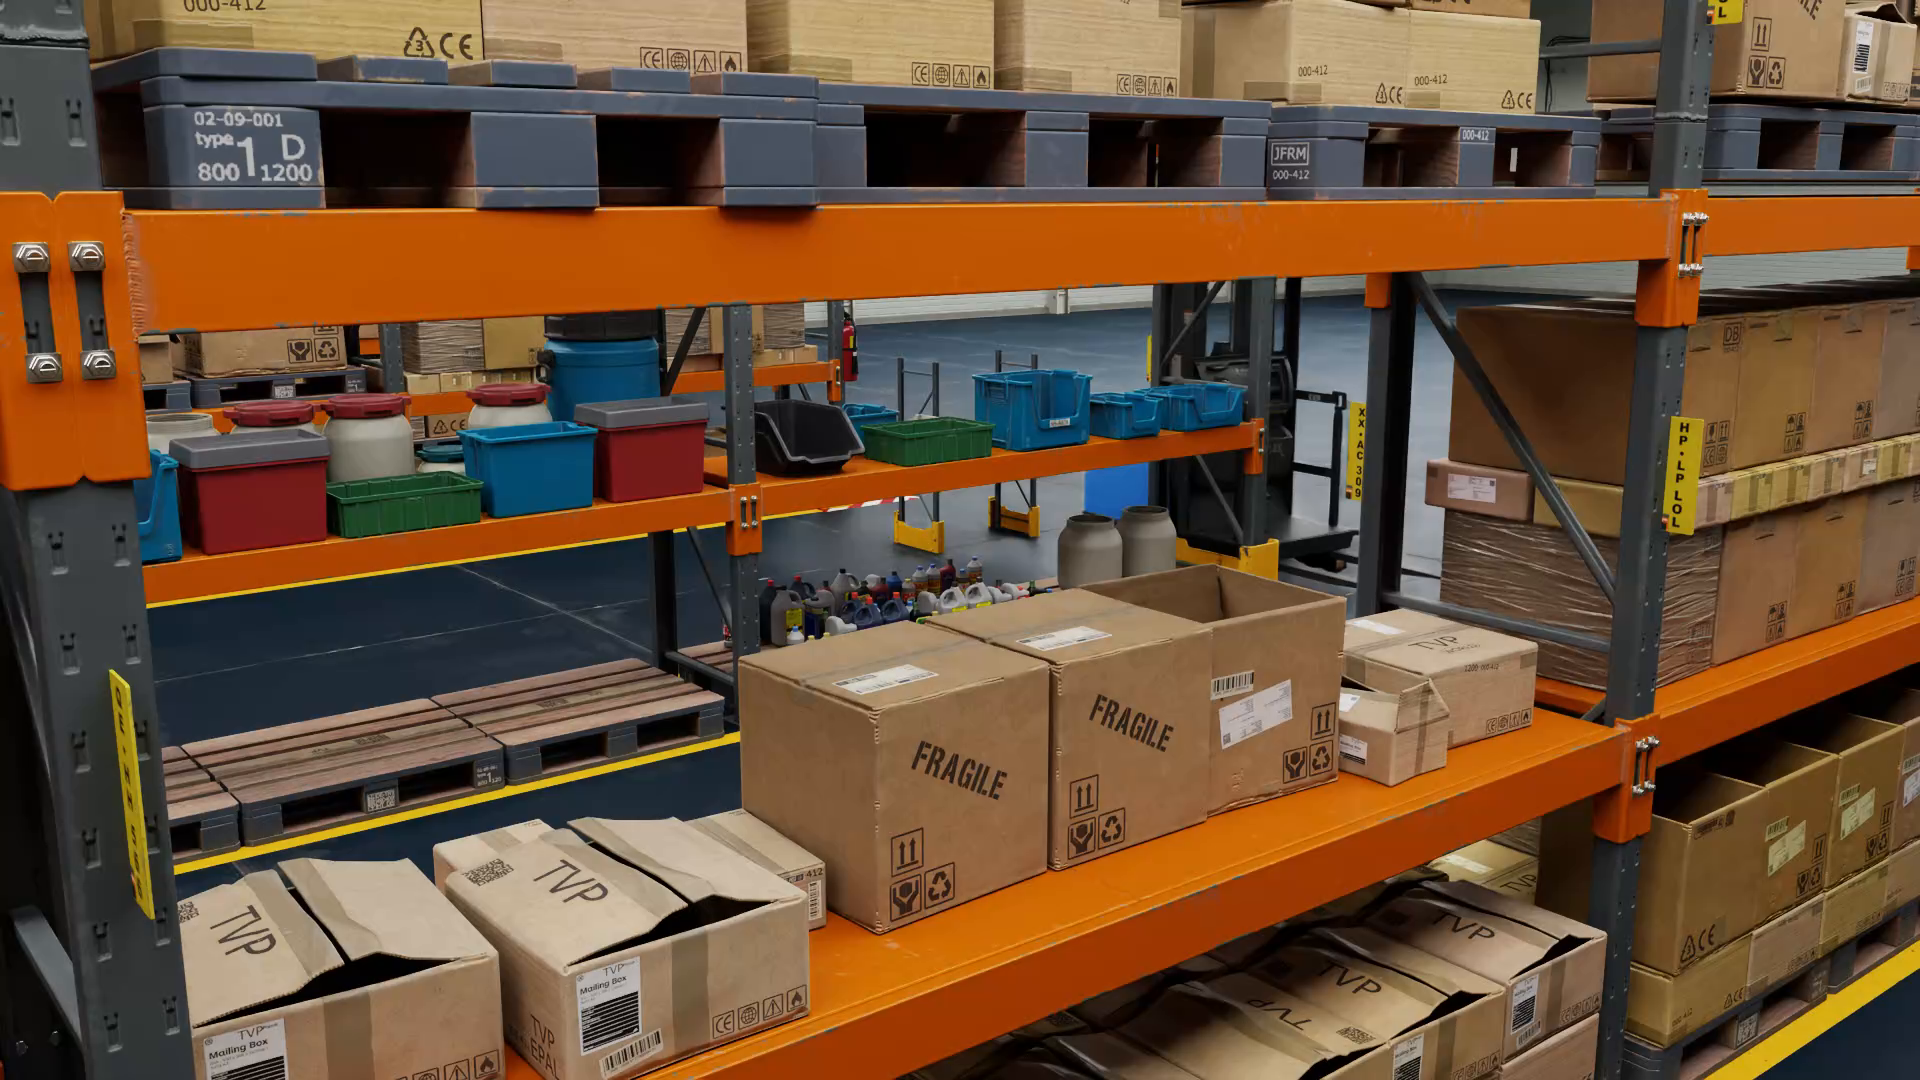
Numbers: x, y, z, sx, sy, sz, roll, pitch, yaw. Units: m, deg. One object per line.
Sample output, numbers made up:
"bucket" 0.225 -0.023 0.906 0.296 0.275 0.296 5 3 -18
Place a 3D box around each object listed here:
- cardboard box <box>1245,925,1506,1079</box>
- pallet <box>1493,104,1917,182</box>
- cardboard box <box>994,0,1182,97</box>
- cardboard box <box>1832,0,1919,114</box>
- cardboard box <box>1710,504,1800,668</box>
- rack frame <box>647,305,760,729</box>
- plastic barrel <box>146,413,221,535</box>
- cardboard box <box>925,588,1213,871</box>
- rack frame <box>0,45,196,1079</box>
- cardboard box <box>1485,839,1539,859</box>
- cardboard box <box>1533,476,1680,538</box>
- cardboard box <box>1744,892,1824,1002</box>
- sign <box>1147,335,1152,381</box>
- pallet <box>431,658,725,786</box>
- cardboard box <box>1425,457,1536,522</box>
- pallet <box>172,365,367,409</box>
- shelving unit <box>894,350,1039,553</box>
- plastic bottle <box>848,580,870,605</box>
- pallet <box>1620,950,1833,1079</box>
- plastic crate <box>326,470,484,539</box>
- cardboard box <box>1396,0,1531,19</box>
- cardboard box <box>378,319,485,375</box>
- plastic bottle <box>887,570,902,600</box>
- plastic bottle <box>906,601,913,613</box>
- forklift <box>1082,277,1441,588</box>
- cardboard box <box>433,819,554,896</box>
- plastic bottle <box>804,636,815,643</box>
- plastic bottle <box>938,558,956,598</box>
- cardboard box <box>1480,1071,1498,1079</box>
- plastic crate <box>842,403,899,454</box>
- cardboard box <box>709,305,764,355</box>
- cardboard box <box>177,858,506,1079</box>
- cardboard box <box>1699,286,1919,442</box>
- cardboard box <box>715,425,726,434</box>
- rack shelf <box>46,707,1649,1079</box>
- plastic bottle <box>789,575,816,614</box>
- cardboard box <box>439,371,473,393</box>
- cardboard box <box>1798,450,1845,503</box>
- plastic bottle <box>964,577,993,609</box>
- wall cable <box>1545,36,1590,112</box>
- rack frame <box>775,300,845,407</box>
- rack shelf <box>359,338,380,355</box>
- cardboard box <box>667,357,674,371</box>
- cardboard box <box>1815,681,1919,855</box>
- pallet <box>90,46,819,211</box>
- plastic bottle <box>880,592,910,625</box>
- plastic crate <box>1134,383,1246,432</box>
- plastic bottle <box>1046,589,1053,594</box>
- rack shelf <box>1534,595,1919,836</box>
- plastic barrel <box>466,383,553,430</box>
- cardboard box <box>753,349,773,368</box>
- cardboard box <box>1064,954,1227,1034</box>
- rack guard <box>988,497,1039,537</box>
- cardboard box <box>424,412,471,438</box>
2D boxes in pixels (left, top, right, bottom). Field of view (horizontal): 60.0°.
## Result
"cardboard box" 1.134 1.294 4.574 0.500 0.311 0.500 -9 15 -36
"pallet" 2.324 -1.278 5.418 1.213 0.211 1.003 -9 15 -38
"cardboard box" 0.142 -1.100 3.718 0.500 0.250 0.500 -11 16 -42
"cardboard box" 3.038 -1.724 5.709 0.637 0.503 0.797 -7 14 -31
"cardboard box" 2.424 0.084 5.772 0.500 0.500 0.700 -10 15 -38
"rack frame" -1.418 -0.543 8.965 0.127 3.000 1.000 -9 15 -38
"plastic barrel" -3.542 -0.302 7.558 0.421 0.512 0.421 0 12 0
"cardboard box" 0.261 0.442 4.084 0.500 0.500 0.500 -9 15 -38
"rack frame" -1.450 0.780 2.735 0.127 3.000 1.000 -9 15 -38
"cardboard box" 2.296 1.241 6.169 0.500 0.250 0.500 -9 15 -38
"cardboard box" 2.005 -0.109 5.117 0.250 0.149 0.380 -9 15 -38
"cardboard box" 2.619 1.325 5.774 0.500 0.250 0.500 -9 15 -38
"sign" 1.365 -1.287 11.803 0.005 0.325 0.100 -9 15 -38
"pallet" -2.007 0.929 8.745 1.213 0.211 1.003 -9 15 -38
"cardboard box" 1.752 -0.175 5.431 0.250 0.149 0.380 -9 15 -38
"pallet" -5.200 -1.177 12.412 1.213 0.211 1.003 -9 15 -38
"shelving unit" 0.060 -0.744 13.520 1.083 1.500 0.587 -9 15 -38
"plastic bottle" -0.609 0.387 10.067 0.133 0.283 0.061 -9 15 -38
"pallet" 2.321 1.528 5.923 1.213 0.211 1.003 -9 15 -38
"plastic crate" -2.601 -0.168 7.707 0.662 0.188 0.450 -9 15 -38
"cardboard box" 1.167 -1.632 4.415 0.500 0.500 0.500 -9 15 -37
"cardboard box" -4.122 -1.589 12.934 0.500 0.500 0.875 -9 15 -38
"plastic bottle" -0.409 0.326 10.382 0.097 0.271 0.097 0 12 0
"plastic bottle" -0.289 0.489 9.613 0.097 0.271 0.097 0 12 0
"forklift" 2.227 -1.177 12.114 1.130 2.935 3.031 -8 15 -34
"cardboard box" -0.920 0.741 3.521 0.250 0.149 0.380 -9 15 -38
"plastic bottle" -0.816 0.627 9.132 0.097 0.201 0.097 0 12 0
"plastic bottle" -0.093 0.263 10.651 0.133 0.283 0.061 -9 15 -37
"cardboard box" 1.135 1.567 4.638 0.500 0.250 0.500 -10 15 -39
"plastic crate" -0.723 -0.658 9.864 0.616 0.251 0.499 -9 15 -38
"cardboard box" -2.151 -1.909 14.439 0.500 0.500 0.875 -9 15 -38
"cardboard box" -1.138 0.783 2.933 0.500 0.311 0.500 -8 15 -34
"cardboard box" 3.192 -0.677 6.230 0.500 0.500 0.700 -9 15 -38
"cardboard box" -1.887 -0.770 15.040 0.500 0.500 0.500 -6 14 -27
"rack shelf" 0.112 0.872 4.032 4.000 0.370 1.077 -9 15 -38
"plastic bottle" -0.945 0.382 9.925 0.185 0.351 0.144 -10 16 -40
"cardboard box" -3.953 -1.233 12.819 0.250 0.149 0.380 -9 15 -38
"cardboard box" 2.802 -0.242 5.743 0.250 0.149 0.380 -10 16 -40
"plastic bottle" 0.096 0.396 9.859 0.185 0.351 0.144 -9 15 -35
"wall cable" 16.452 -11.841 43.045 0.112 2.526 3.097 -9 15 -38
"rack frame" -1.388 -1.865 15.192 0.127 3.000 1.000 -9 15 -38
"rack shelf" -5.970 -2.072 17.895 4.000 0.370 1.077 -9 15 -38
"cardboard box" -2.588 -1.460 13.890 0.250 0.149 0.380 -9 15 -38
"cardboard box" 3.401 0.829 6.306 0.500 0.500 0.500 -9 15 -38
"pallet" -0.976 -0.698 2.926 1.003 0.211 1.213 -9 15 -35
"plastic bottle" -0.381 0.476 9.486 0.185 0.351 0.144 -10 16 -40
"plastic crate" 1.502 -0.876 10.890 0.616 0.251 0.499 -9 15 -38
"plastic bottle" 0.545 0.401 10.197 0.097 0.201 0.097 0 12 0
"rack shelf" 3.235 0.353 6.476 4.000 0.370 1.077 -9 15 -38
"plastic barrel" -2.302 -0.521 8.534 0.433 0.535 0.433 0 12 0
"cardboard box" -1.841 -1.599 14.542 0.250 0.149 0.380 -9 15 -38
"cardboard box" 0.398 1.271 4.681 0.500 0.311 0.500 -10 16 -40
"rack guard" 0.448 -0.197 13.954 0.087 0.250 0.587 -9 15 -38
"cardboard box" -5.582 -1.636 18.216 0.875 0.875 0.875 -10 15 -39
